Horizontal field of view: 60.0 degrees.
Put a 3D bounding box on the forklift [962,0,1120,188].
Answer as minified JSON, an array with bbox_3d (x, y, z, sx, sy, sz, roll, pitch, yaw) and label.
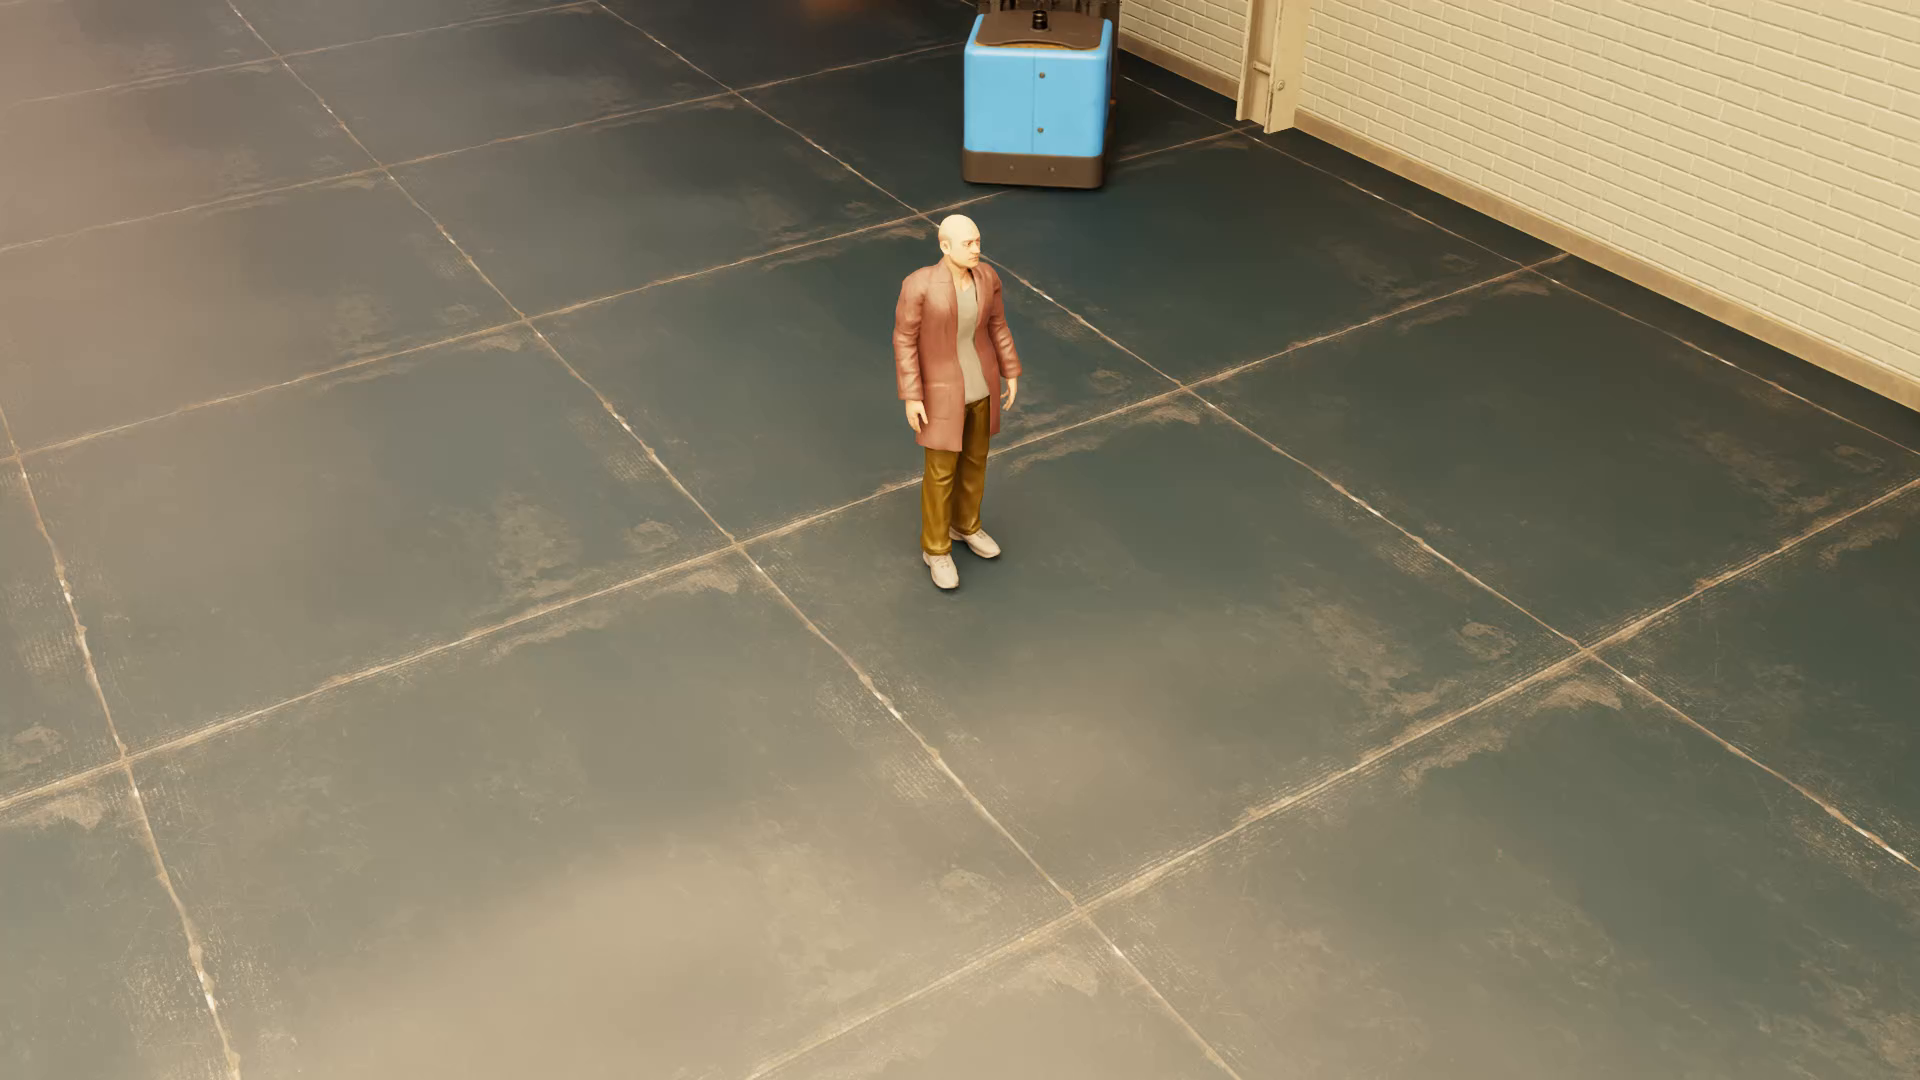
[{"bbox_3d":[0.717,-4.626,12.732,1.130,2.935,3.031,4,35,6],"label":"forklift"}]

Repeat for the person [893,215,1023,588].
[{"bbox_3d":[0.047,-0.688,8.117,0.698,1.778,0.579,-21,40,-27],"label":"person"}]
